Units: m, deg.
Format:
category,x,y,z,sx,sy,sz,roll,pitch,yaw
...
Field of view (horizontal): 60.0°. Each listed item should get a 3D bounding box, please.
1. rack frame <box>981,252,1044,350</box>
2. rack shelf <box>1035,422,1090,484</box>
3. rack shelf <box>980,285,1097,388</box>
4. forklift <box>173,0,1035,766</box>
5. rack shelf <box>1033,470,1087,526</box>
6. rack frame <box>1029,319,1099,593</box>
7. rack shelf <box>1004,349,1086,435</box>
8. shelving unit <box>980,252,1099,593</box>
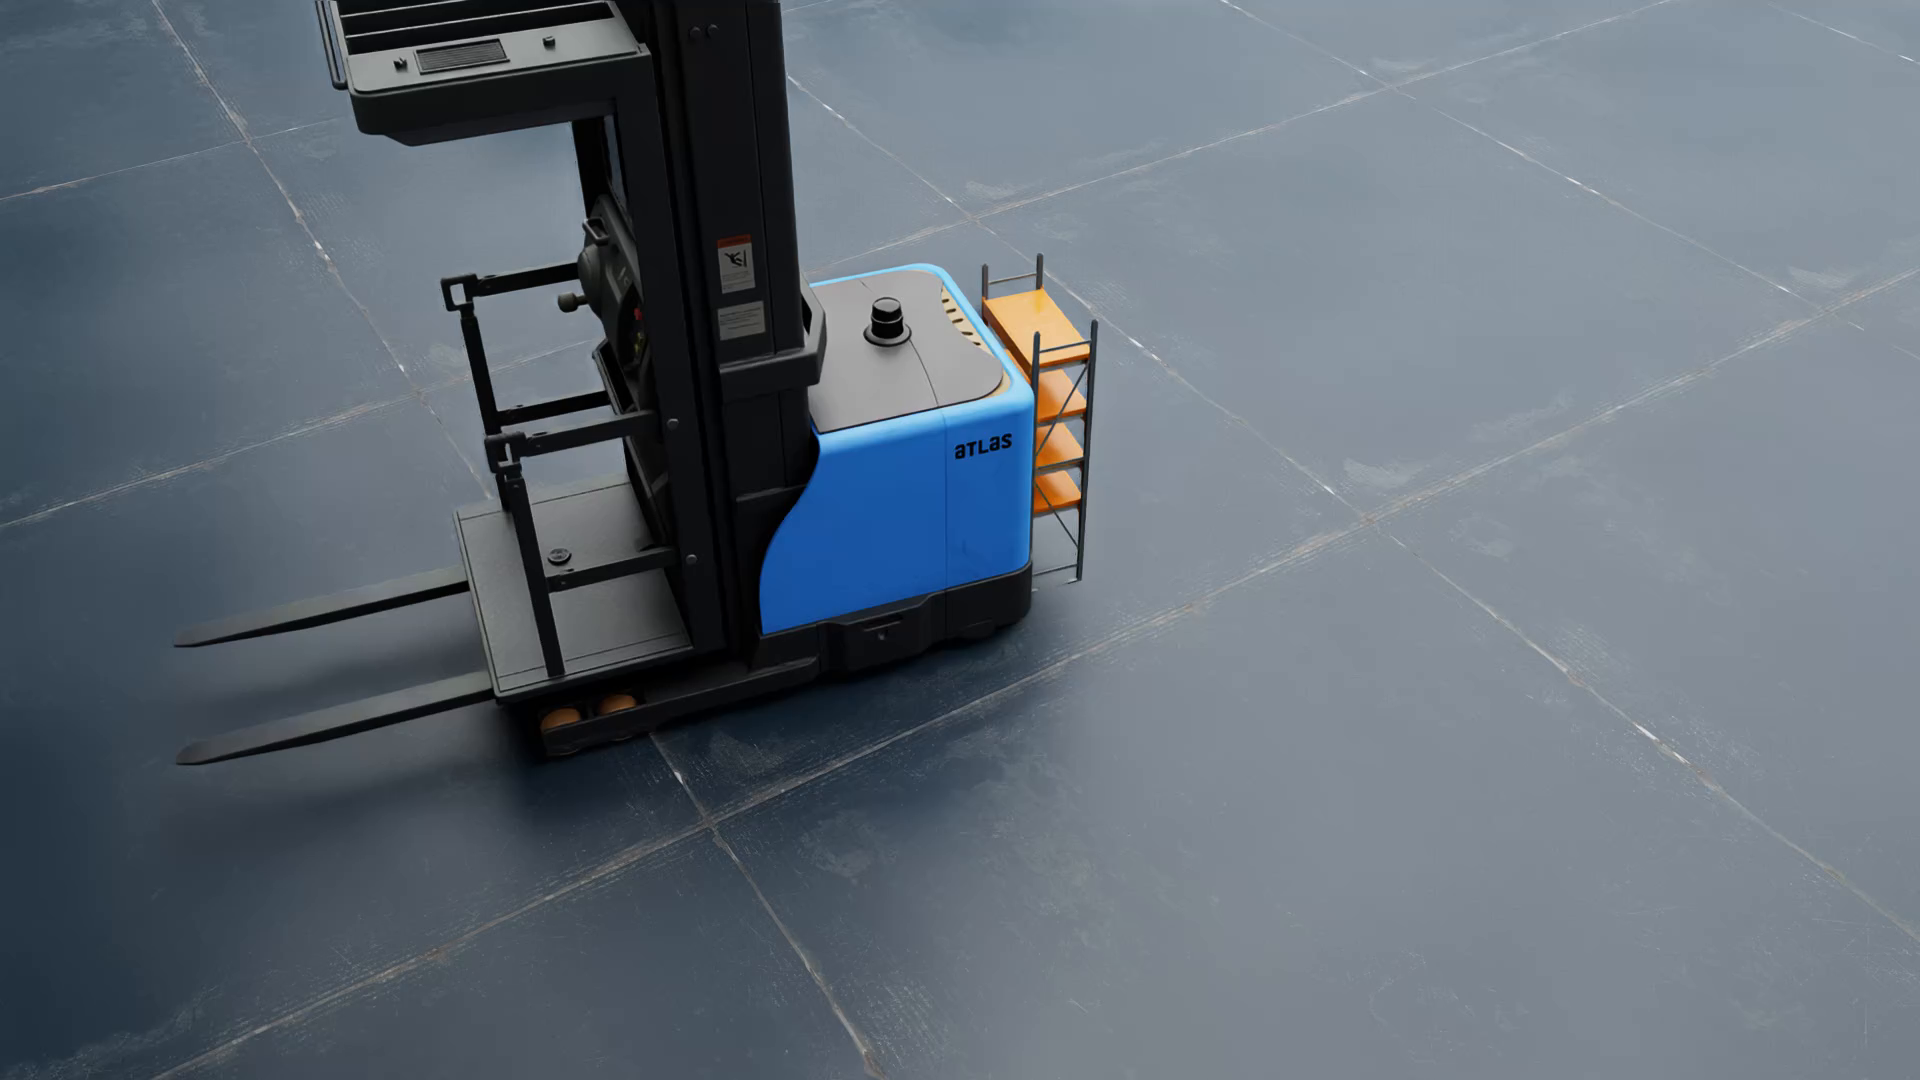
category,x,y,z,sx,sy,sz,roll,pitch,yaw
rack frame,0.193,-0.571,6.498,0.240,1.200,0.015,-14,42,-16
rack shelf,0.280,-0.374,6.366,0.258,0.148,0.480,-14,42,-16
rack shelf,0.281,-0.728,6.072,0.258,0.148,0.480,-14,42,-16
forklift,-1.300,-0.755,5.367,3.031,2.935,1.130,-14,42,-16
rack shelf,0.280,-0.221,6.493,0.258,0.148,0.480,-14,42,-16
rack frame,0.367,-0.280,6.148,0.240,1.200,0.015,-14,42,-16
rack shelf,0.281,-0.546,6.223,0.258,0.148,0.480,-14,42,-16
shelving unit,0.280,-0.425,6.323,0.258,1.200,0.503,-14,42,-16
